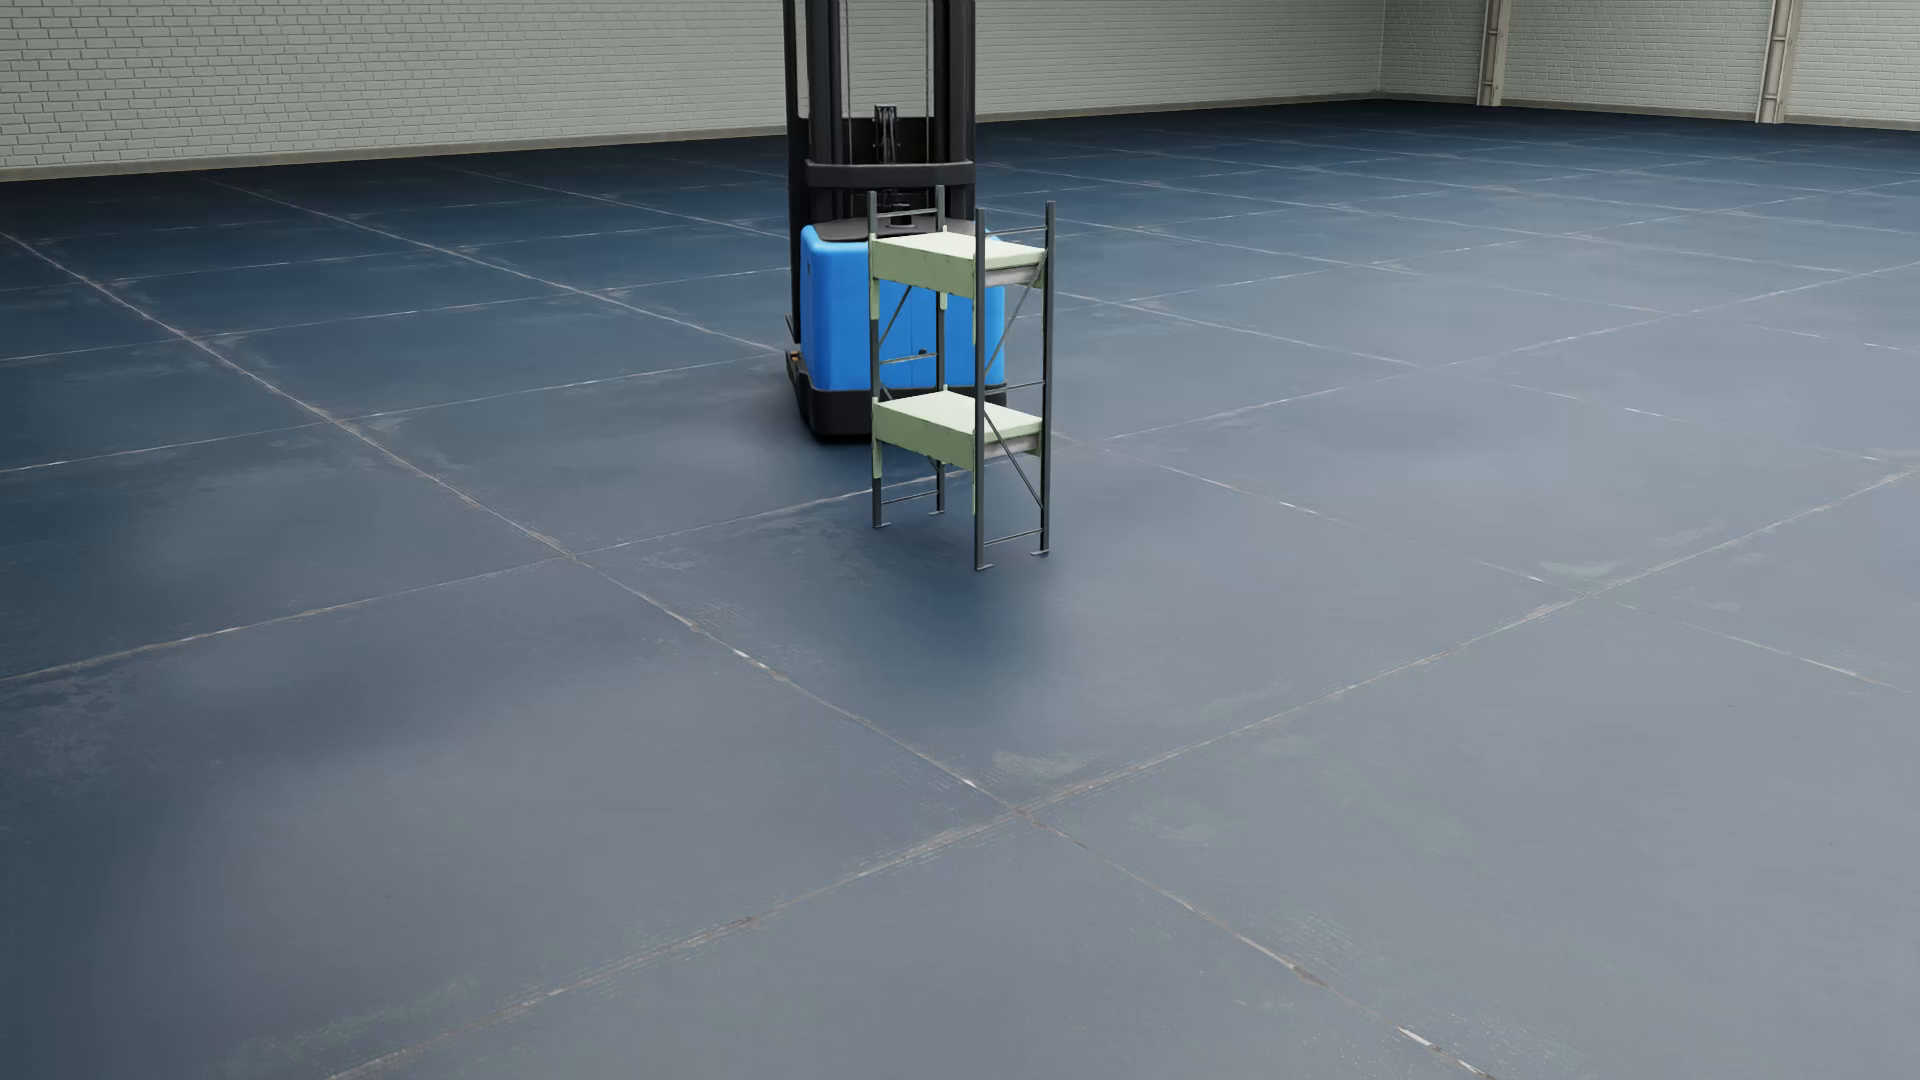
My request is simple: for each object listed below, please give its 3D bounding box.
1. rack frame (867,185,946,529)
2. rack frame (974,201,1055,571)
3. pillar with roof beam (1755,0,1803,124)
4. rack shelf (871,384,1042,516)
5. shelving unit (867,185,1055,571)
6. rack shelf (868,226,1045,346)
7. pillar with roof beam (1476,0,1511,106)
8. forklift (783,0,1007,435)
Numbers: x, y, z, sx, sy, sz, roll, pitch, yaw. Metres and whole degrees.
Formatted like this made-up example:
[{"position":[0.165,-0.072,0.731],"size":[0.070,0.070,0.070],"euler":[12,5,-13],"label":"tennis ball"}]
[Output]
[{"position":[-0.231,-0.804,7.404],"size":[0.400,1.500,0.023],"euler":[-14,23,-36],"label":"rack frame"},{"position":[0.223,-0.623,6.859],"size":[0.400,1.500,0.023],"euler":[-14,23,-36],"label":"rack frame"},{"position":[11.455,-11.081,26.512],"size":[9.100,9.000,0.400],"euler":[-14,23,-36],"label":"pillar with roof beam"},{"position":[-0.004,-0.404,7.234],"size":[0.431,0.370,0.720],"euler":[-14,23,-36],"label":"rack shelf"},{"position":[-0.004,-0.714,7.132],"size":[0.431,1.500,0.755],"euler":[-14,23,-36],"label":"shelving unit"},{"position":[-0.004,-1.084,7.009],"size":[0.431,0.370,0.720],"euler":[-14,23,-36],"label":"rack shelf"},{"position":[7.729,-12.560,30.977],"size":[9.100,9.000,0.400],"euler":[-14,23,-36],"label":"pillar with roof beam"},{"position":[-0.494,-2.368,9.852],"size":[1.130,2.935,3.031],"euler":[-3,19,-9],"label":"forklift"}]
